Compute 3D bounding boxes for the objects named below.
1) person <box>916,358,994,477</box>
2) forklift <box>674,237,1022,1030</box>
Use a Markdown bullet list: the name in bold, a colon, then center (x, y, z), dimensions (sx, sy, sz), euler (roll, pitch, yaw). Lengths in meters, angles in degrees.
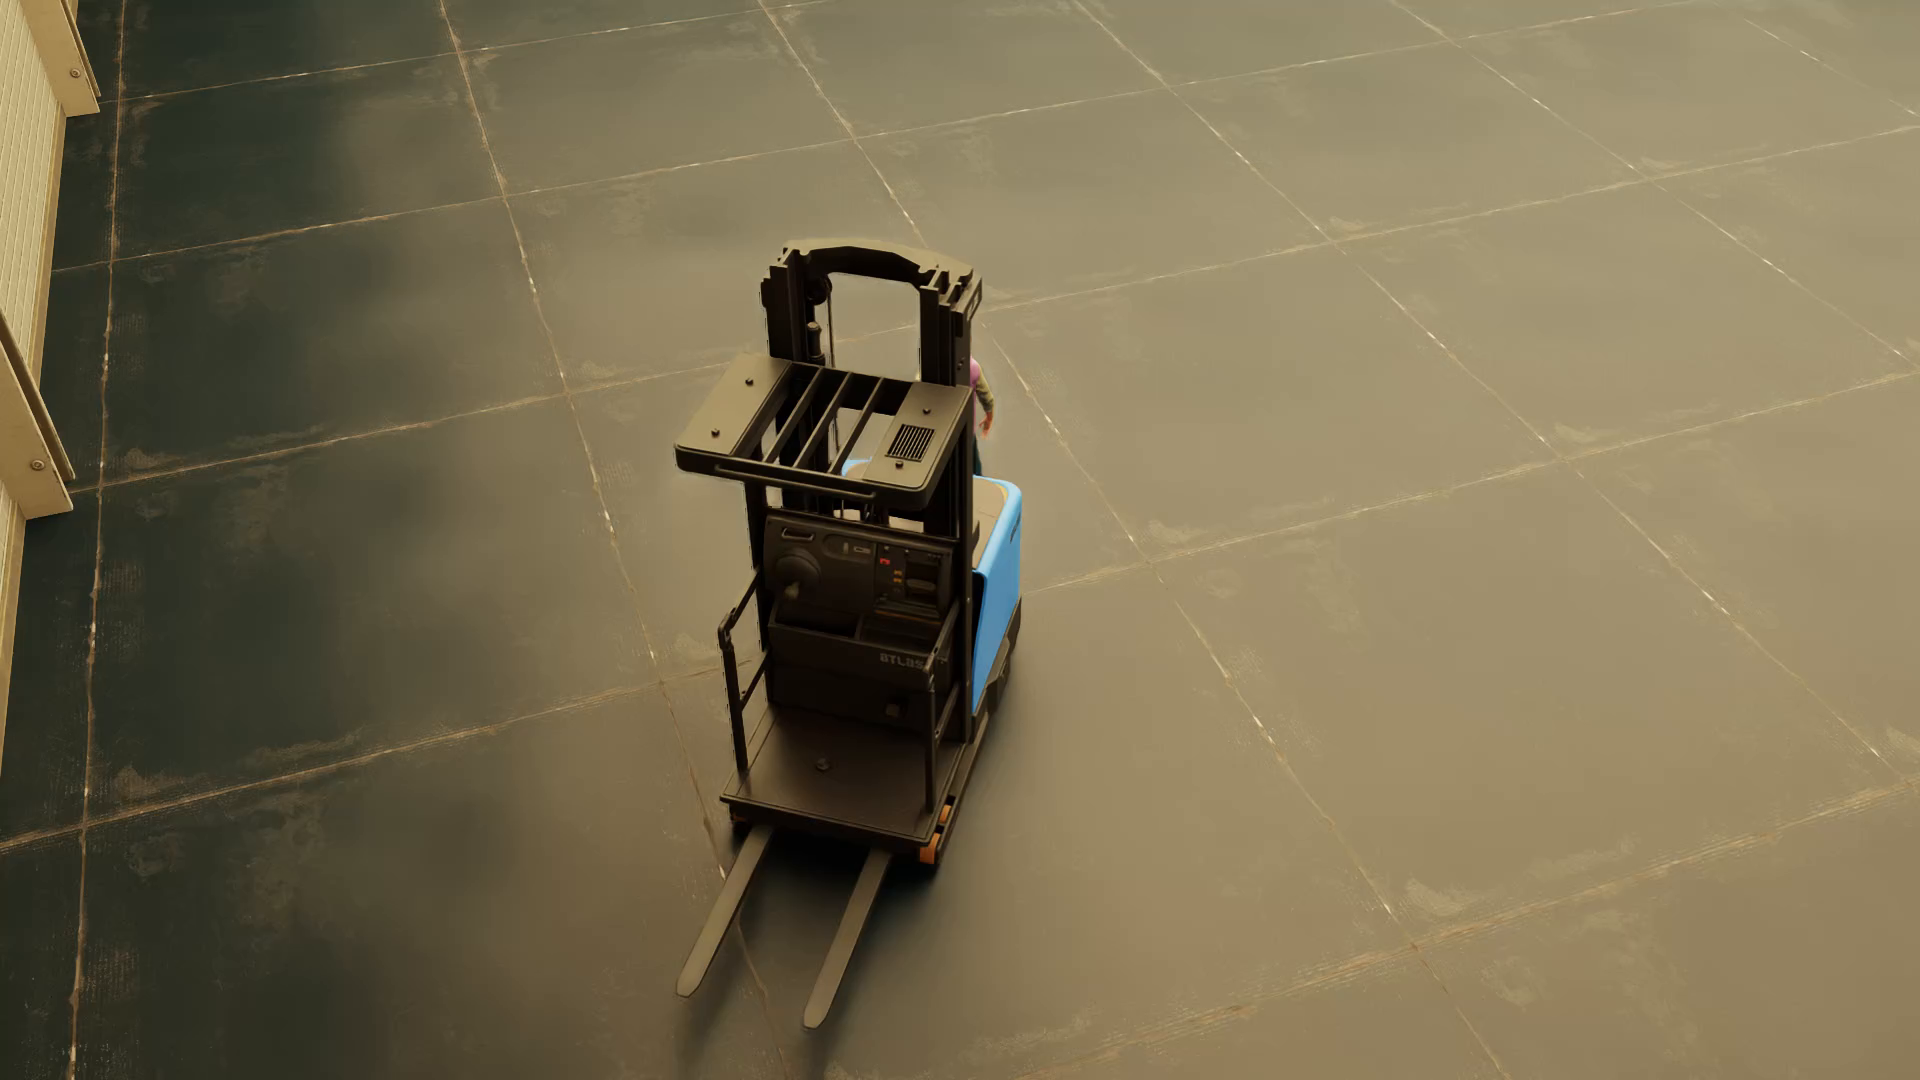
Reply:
- **person**: center (-0.085, -0.685, 9.887), dimensions (0.568, 1.575, 0.500), euler (-9, 41, -11)
- **forklift**: center (-0.545, 0.218, 7.736), dimensions (1.130, 2.935, 3.031), euler (10, 41, 12)
